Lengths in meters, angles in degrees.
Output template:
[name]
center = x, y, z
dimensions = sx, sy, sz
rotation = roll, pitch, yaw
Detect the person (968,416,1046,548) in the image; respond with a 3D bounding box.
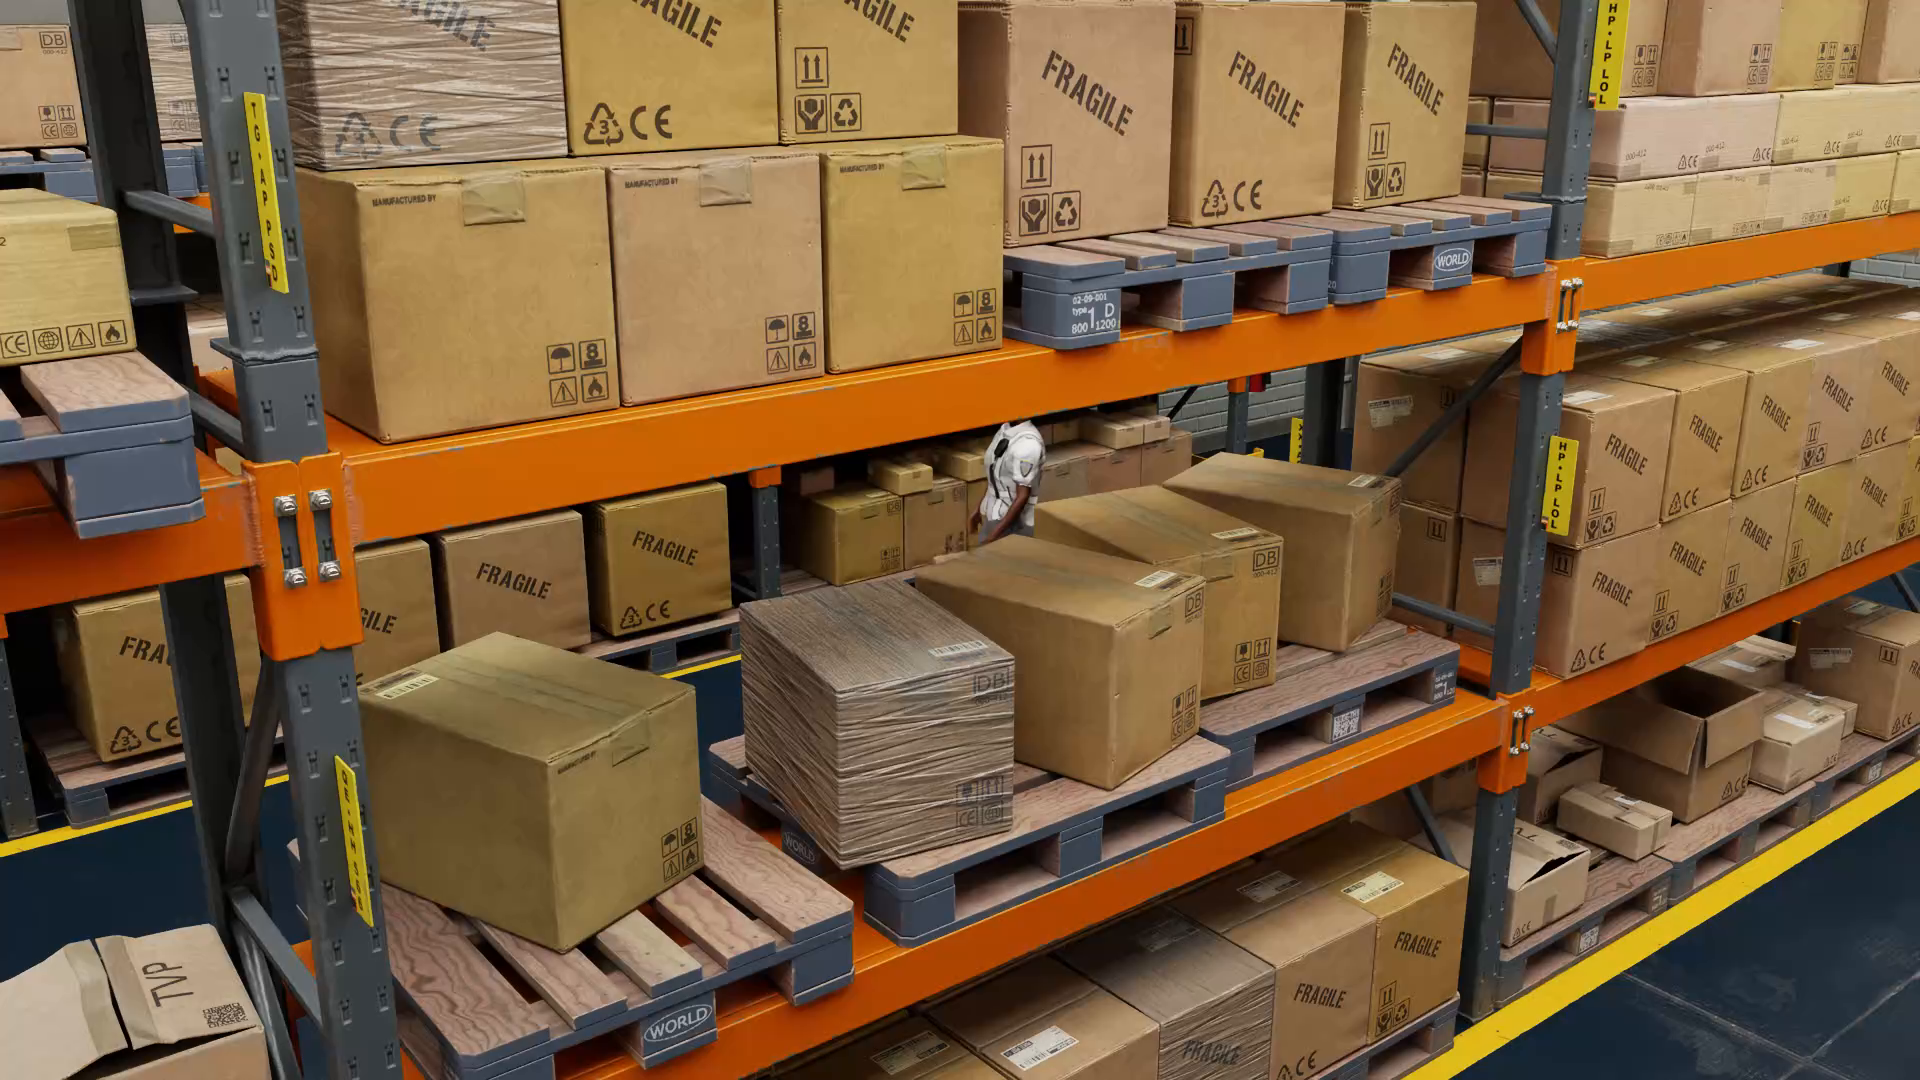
[person]
center = 0.198, -0.091, 9.250
dimensions = 0.528, 1.698, 0.543
rotation = -4, 18, -12
